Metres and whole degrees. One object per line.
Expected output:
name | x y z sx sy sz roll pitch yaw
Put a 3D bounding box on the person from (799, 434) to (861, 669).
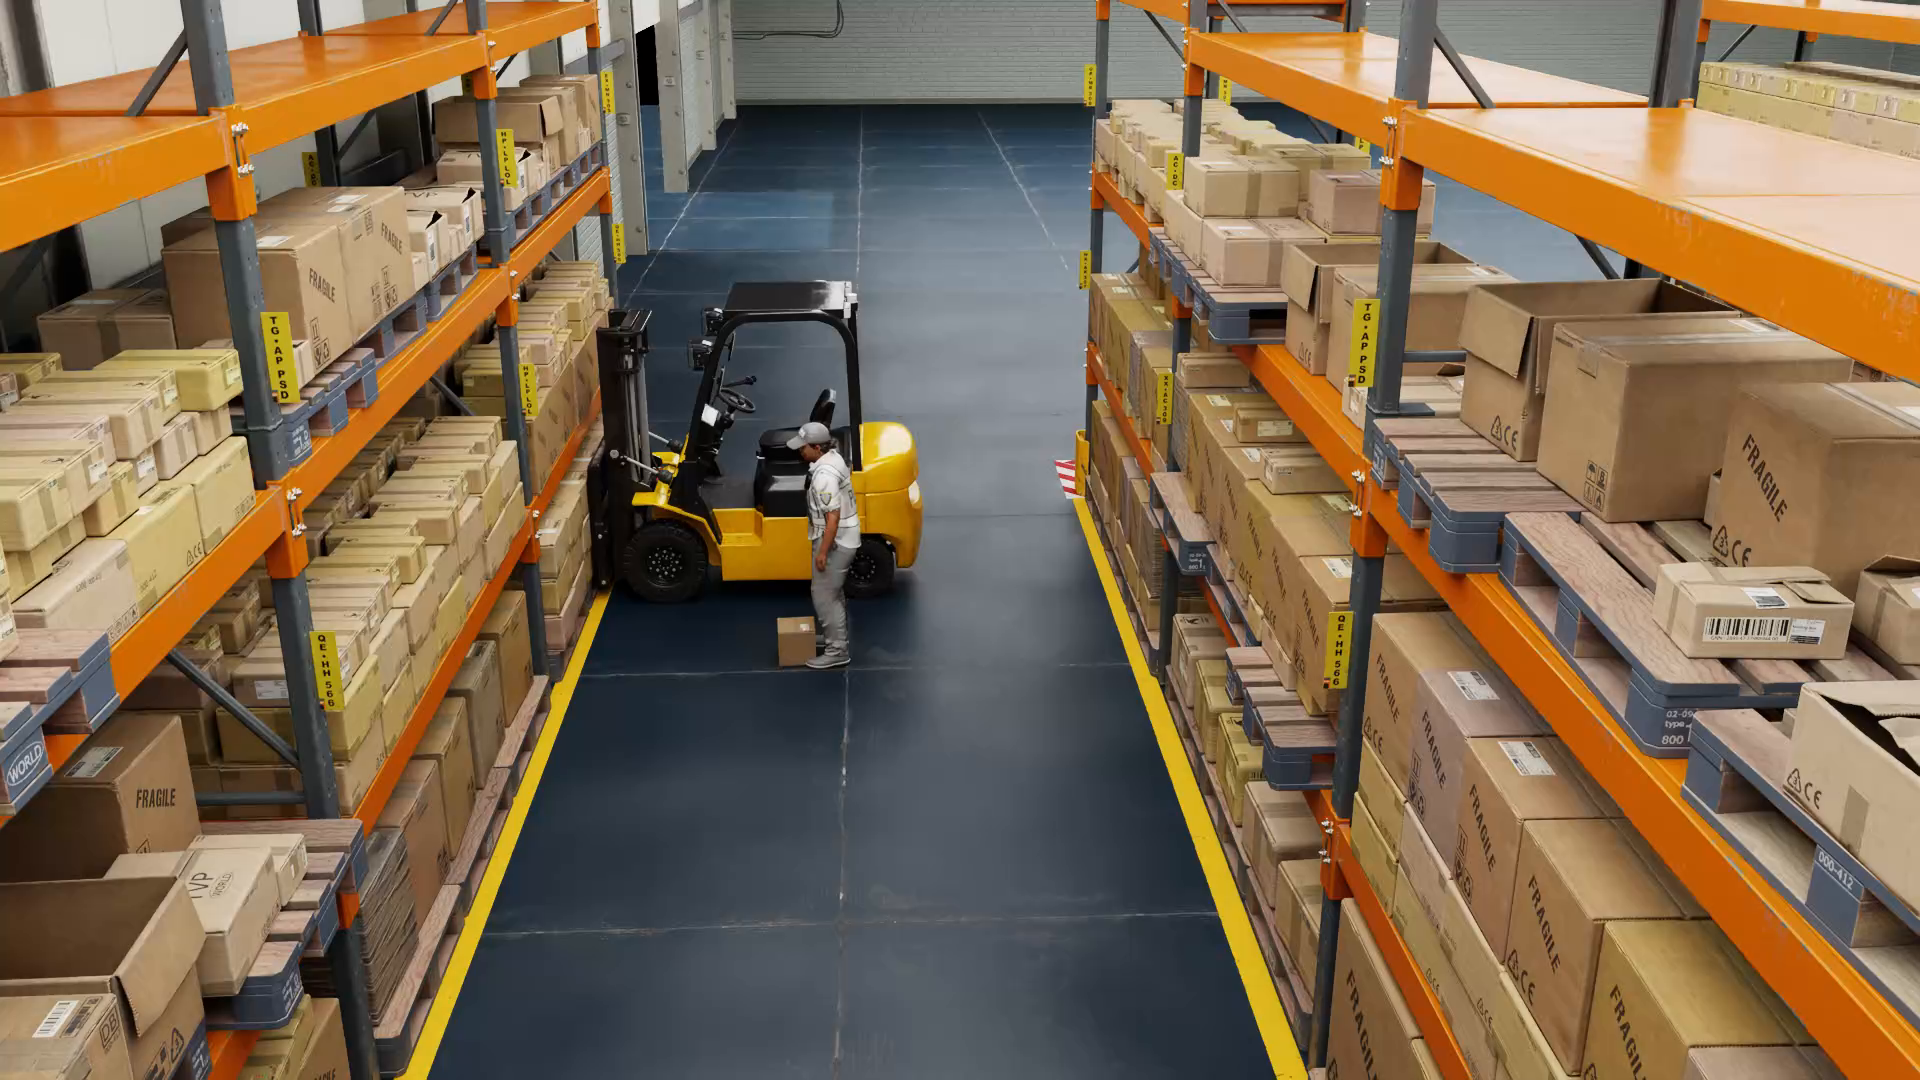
person | -0.855 0.020 11.035 0.399 1.652 0.540 -1 21 -3
